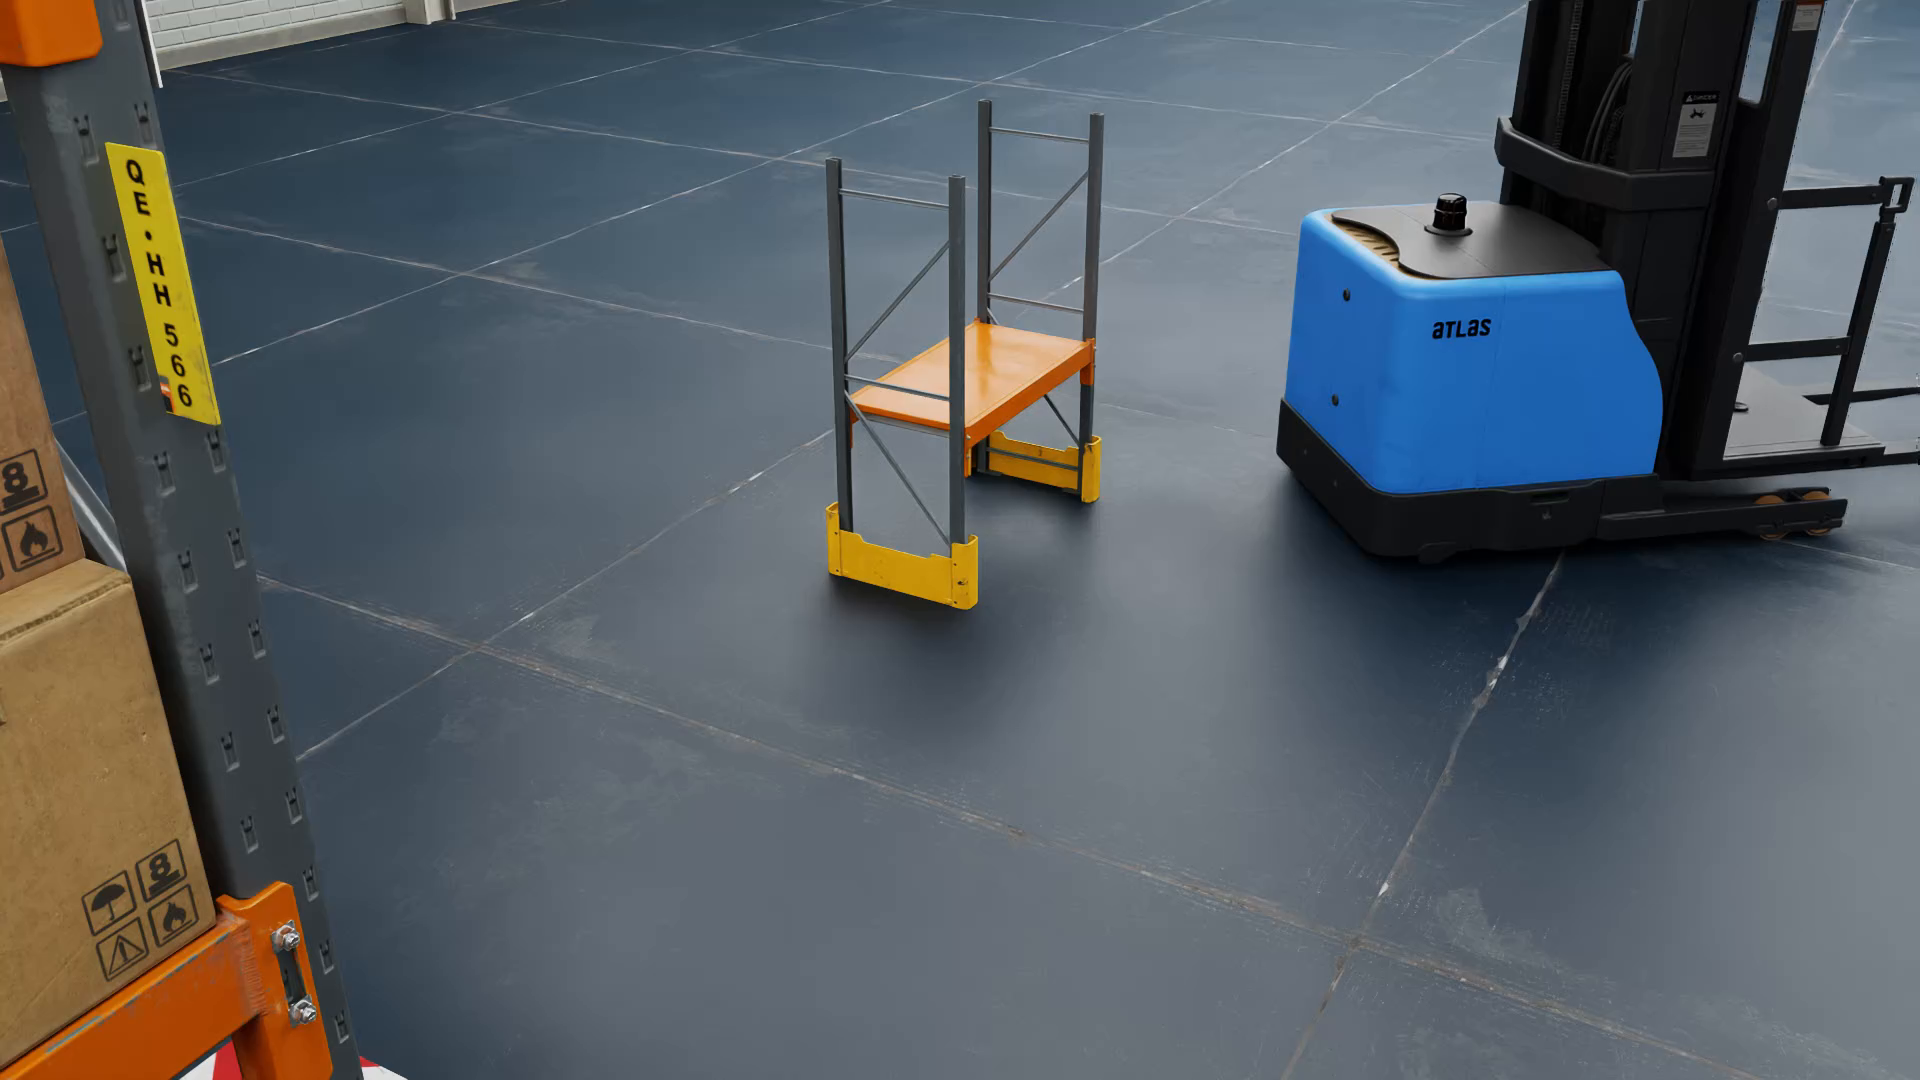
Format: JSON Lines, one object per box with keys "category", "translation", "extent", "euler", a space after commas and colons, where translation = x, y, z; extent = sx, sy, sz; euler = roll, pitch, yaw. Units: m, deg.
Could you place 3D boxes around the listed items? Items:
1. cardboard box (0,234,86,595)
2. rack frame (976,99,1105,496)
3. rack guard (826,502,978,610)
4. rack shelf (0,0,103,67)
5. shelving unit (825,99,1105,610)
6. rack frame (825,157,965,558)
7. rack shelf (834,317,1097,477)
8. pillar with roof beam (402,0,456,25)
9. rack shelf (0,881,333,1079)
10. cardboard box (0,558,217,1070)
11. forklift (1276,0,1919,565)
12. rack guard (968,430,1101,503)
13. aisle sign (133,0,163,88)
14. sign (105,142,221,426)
{"category": "cardboard box", "translation": [-1.604, -0.207, 1.938], "extent": [0.875, 0.550, 0.550], "euler": [14, 30, 26]}
{"category": "rack frame", "translation": [0.292, -0.902, 6.376], "extent": [0.500, 1.500, 0.032], "euler": [14, 30, 26]}
{"category": "rack guard", "translation": [-0.207, 0.053, 5.866], "extent": [0.587, 0.250, 0.087], "euler": [14, 30, 26]}
{"category": "rack shelf", "translation": [-2.372, -0.033, 0.418], "extent": [1.077, 0.370, 4.000], "euler": [14, 30, 26]}
{"category": "shelving unit", "translation": [0.037, -0.700, 5.974], "extent": [0.587, 1.500, 1.083], "euler": [14, 30, 26]}
{"category": "rack frame", "translation": [-0.208, -0.506, 5.585], "extent": [0.500, 1.500, 0.032], "euler": [14, 30, 26]}
{"category": "rack shelf", "translation": [0.042, -0.543, 6.061], "extent": [0.538, 0.185, 1.000], "euler": [14, 30, 26]}
{"category": "pillar with roof beam", "translation": [-1.547, -8.274, 12.725], "extent": [9.100, 9.000, 0.400], "euler": [14, 30, 26]}
{"category": "rack shelf", "translation": [-2.372, 1.308, 1.089], "extent": [1.077, 0.370, 4.000], "euler": [14, 30, 26]}
{"category": "cardboard box", "translation": [-1.531, 0.295, 2.143], "extent": [0.875, 0.550, 0.550], "euler": [14, 30, 26]}
{"category": "forklift", "translation": [2.862, -1.536, 6.044], "extent": [3.031, 2.935, 1.130], "euler": [-5, 27, -10]}
{"category": "rack guard", "translation": [0.282, -0.336, 6.641], "extent": [0.587, 0.250, 0.087], "euler": [14, 30, 26]}
{"category": "aisle sign", "translation": [-1.092, -0.917, 1.827], "extent": [0.394, 0.787, 0.004], "euler": [14, 30, 26]}
{"category": "sign", "translation": [-0.922, -0.292, 1.924], "extent": [0.100, 0.325, 0.005], "euler": [14, 30, 26]}
